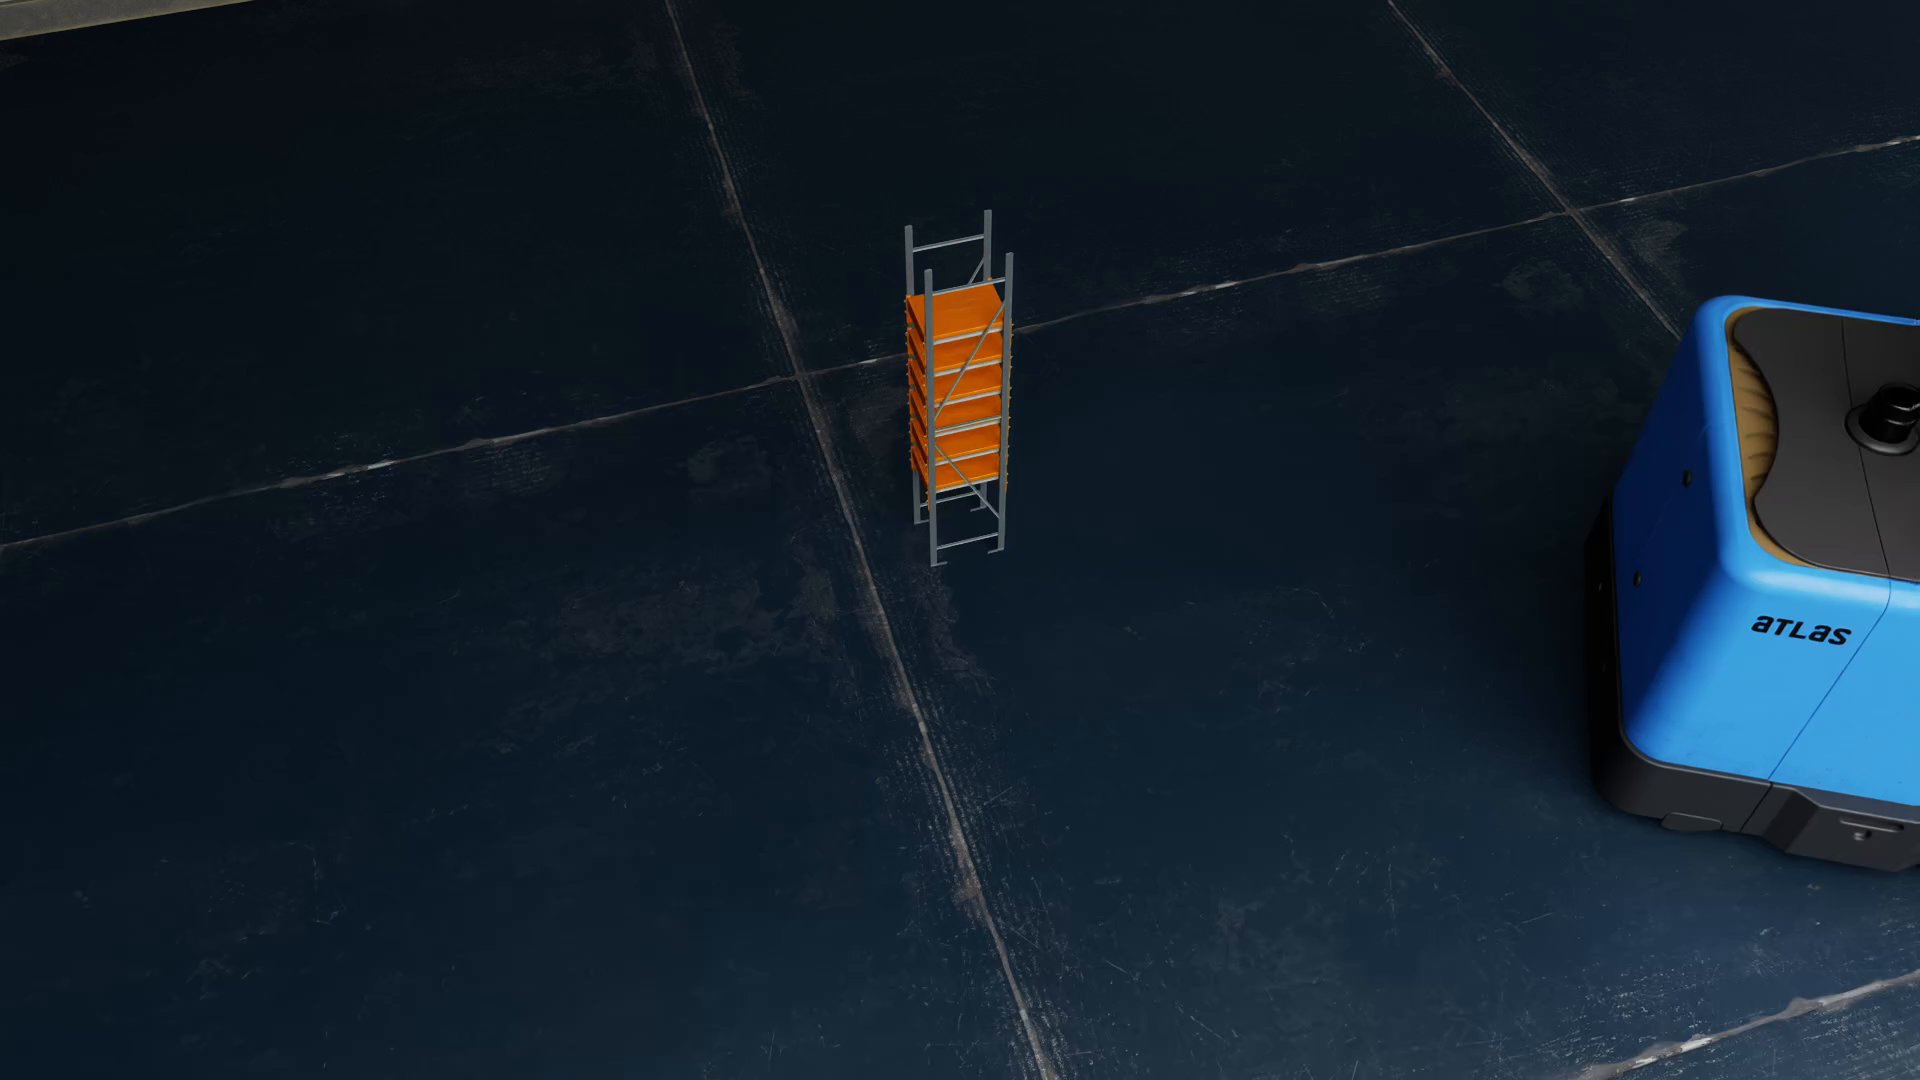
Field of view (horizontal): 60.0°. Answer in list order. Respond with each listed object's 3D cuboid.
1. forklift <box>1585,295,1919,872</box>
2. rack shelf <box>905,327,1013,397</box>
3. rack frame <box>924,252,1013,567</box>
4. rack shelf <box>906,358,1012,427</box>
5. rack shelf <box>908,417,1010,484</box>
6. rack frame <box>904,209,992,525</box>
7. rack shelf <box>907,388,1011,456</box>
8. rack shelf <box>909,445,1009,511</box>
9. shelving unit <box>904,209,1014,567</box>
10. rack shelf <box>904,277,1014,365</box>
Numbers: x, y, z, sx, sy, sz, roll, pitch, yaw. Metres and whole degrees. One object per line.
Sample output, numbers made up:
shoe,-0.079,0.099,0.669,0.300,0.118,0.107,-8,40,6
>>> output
forklift,3.322,-0.317,3.601,3.031,2.935,1.130,9,51,8
rack shelf,-0.004,-0.523,4.651,0.258,0.103,0.180,-13,51,-11
rack frame,0.023,-0.330,4.744,0.240,1.200,0.006,-13,51,-11
rack shelf,-0.004,-0.446,4.742,0.258,0.103,0.180,-13,51,-11
rack shelf,-0.004,-0.291,4.926,0.258,0.103,0.180,-13,51,-11
rack frame,-0.031,-0.464,4.857,0.240,1.200,0.006,-13,51,-11
rack shelf,-0.004,-0.369,4.834,0.258,0.103,0.180,-13,51,-11
rack shelf,-0.004,-0.214,5.018,0.258,0.103,0.180,-13,51,-11
shelving unit,-0.004,-0.397,4.800,0.258,1.200,0.189,-13,51,-11
rack shelf,-0.004,-0.601,4.559,0.258,0.103,0.180,-13,51,-11
